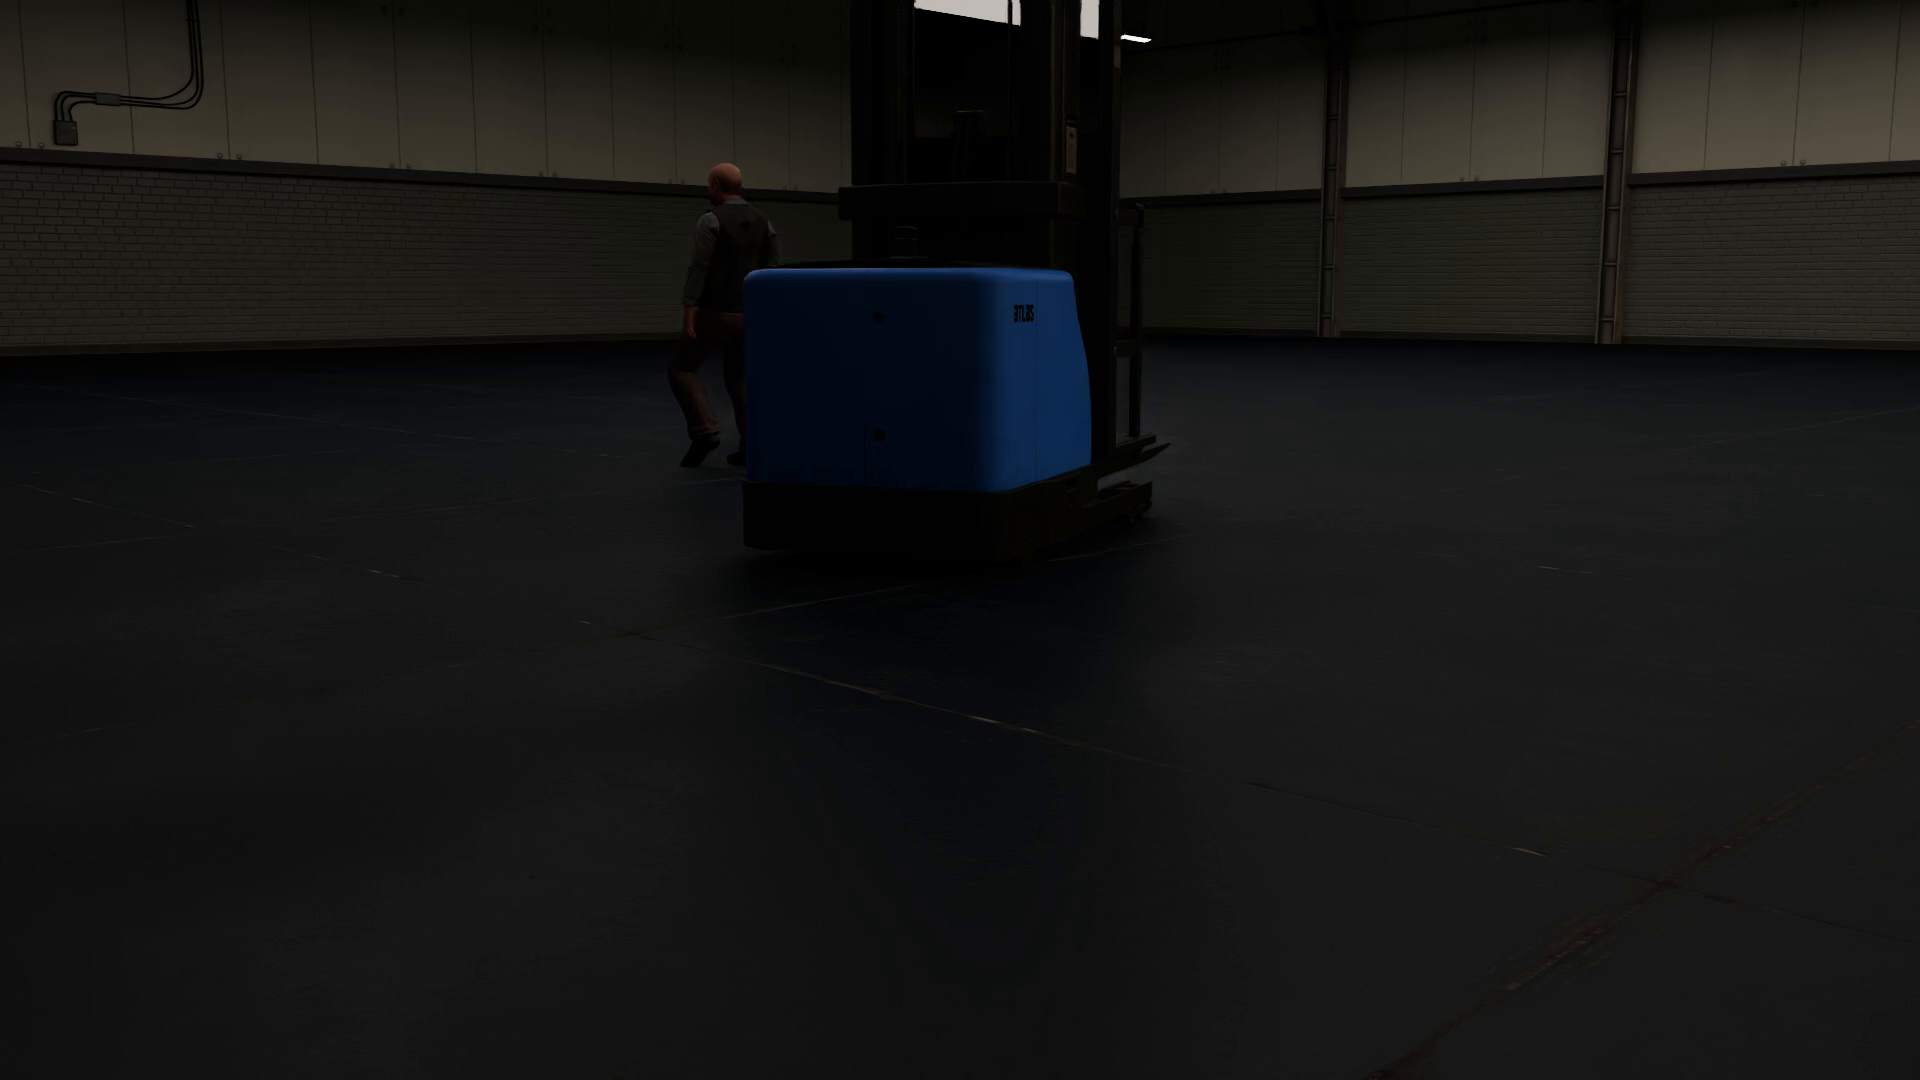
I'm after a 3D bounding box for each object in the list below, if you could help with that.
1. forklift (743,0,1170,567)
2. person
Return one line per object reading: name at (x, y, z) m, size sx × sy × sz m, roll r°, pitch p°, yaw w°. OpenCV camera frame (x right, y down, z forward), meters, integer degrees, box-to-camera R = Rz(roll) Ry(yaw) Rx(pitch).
forklift at (0.210, -1.536, 7.072) m, size 1.130 × 2.935 × 3.031 m, roll 3°, pitch 9°, yaw 21°
person at (-1.355, -1.264, 9.466) m, size 0.494 × 1.724 × 0.645 m, roll 8°, pitch 11°, yaw 41°
